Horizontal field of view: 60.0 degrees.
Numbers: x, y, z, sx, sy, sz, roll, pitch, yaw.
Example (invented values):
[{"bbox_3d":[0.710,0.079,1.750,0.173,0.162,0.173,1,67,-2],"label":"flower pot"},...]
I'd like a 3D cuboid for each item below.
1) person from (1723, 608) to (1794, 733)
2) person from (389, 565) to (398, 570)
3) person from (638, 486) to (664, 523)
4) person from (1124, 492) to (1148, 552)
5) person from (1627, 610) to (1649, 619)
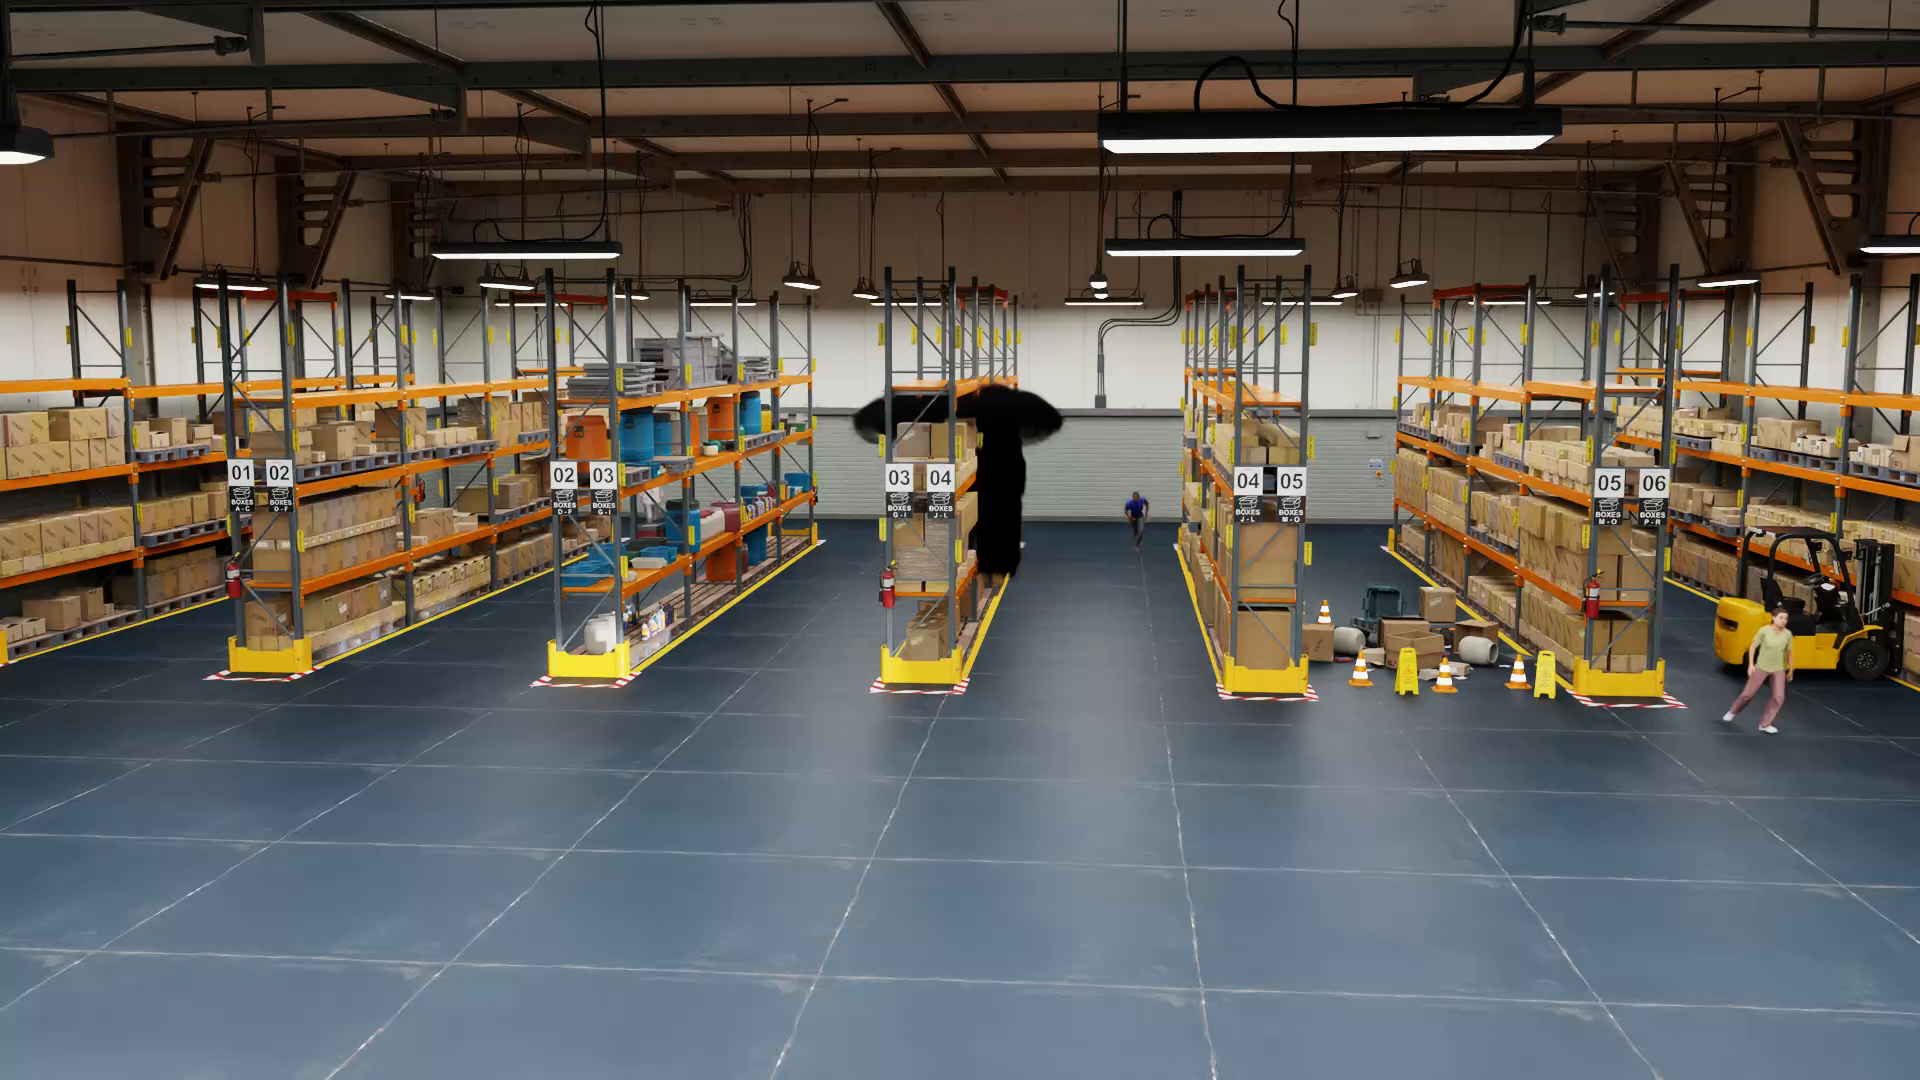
[{"bbox_3d":[10.227,1.628,21.244,0.752,1.600,0.623,1,7,10],"label":"person"},{"bbox_3d":[-11.235,0.183,33.297,0.712,1.575,0.880,-2,7,-13],"label":"person"},{"bbox_3d":[-7.723,-0.917,41.606,0.639,1.770,0.935,-3,7,-20],"label":"person"},{"bbox_3d":[4.169,-0.457,39.385,0.570,1.433,1.090,0,7,3],"label":"person"},{"bbox_3d":[11.702,0.722,28.968,0.724,1.565,0.958,-2,7,-17],"label":"person"}]
